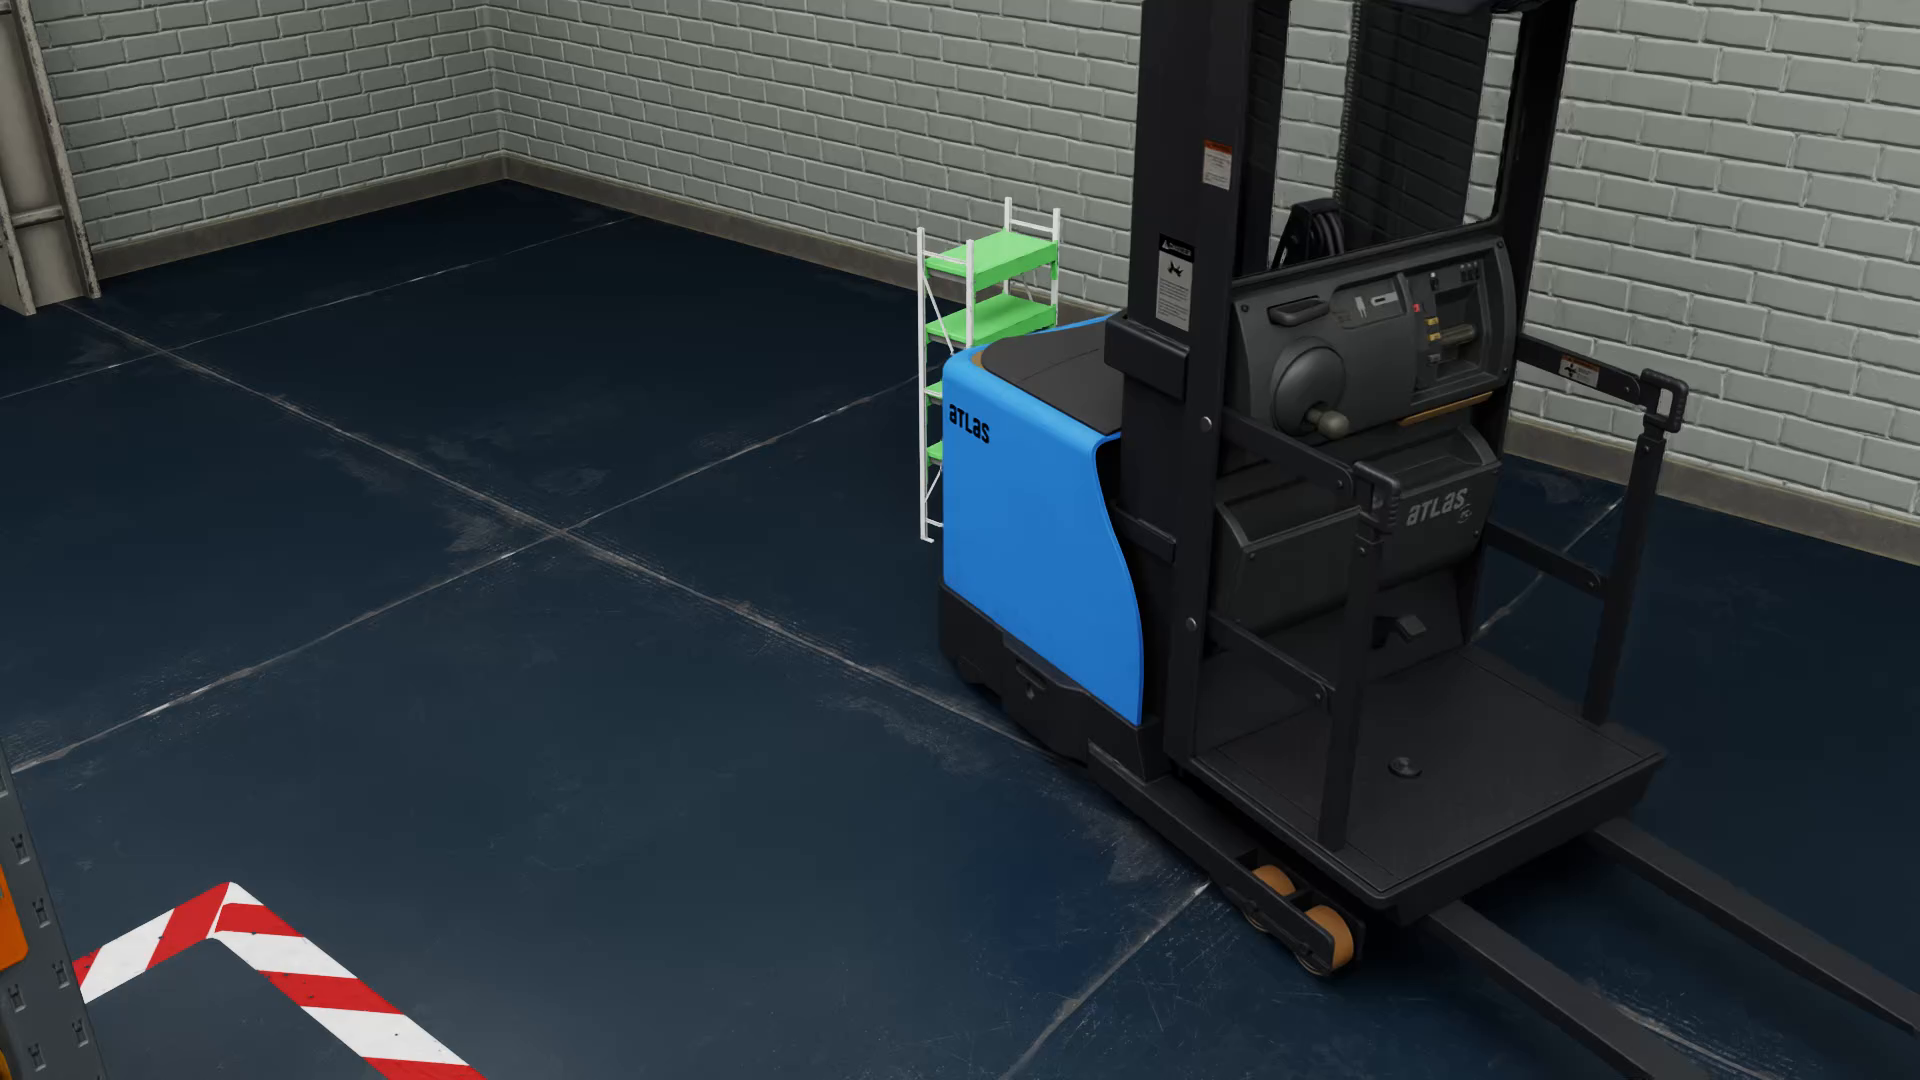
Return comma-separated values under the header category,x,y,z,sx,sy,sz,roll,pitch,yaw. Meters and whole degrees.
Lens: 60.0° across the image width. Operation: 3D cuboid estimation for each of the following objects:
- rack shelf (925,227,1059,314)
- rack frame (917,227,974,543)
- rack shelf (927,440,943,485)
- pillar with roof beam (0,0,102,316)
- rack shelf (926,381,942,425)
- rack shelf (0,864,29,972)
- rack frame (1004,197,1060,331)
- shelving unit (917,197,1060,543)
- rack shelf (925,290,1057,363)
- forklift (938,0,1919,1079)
category,x,y,z,sx,sy,sz,roll,pitch,yaw
rack shelf,0.105,-0.961,5.897,0.258,0.148,0.480,21,34,34
rack frame,-0.050,-0.505,5.921,0.240,1.200,0.015,21,34,34
rack shelf,0.105,-0.322,6.227,0.258,0.148,0.480,21,34,34
pillar with roof beam,-1.420,-3.993,4.176,9.100,9.000,0.400,21,34,34
rack shelf,0.105,-0.535,6.117,0.258,0.148,0.480,21,34,34
rack shelf,-3.239,1.098,1.646,1.077,0.370,4.000,21,34,34
rack frame,0.261,-0.678,6.255,0.240,1.200,0.015,21,34,34
shelving unit,0.105,-0.592,6.088,0.258,1.200,0.503,21,34,34
rack shelf,0.105,-0.748,6.007,0.258,0.148,0.480,21,34,34
forklift,1.163,-0.468,3.964,1.130,2.935,3.031,-17,32,-29
